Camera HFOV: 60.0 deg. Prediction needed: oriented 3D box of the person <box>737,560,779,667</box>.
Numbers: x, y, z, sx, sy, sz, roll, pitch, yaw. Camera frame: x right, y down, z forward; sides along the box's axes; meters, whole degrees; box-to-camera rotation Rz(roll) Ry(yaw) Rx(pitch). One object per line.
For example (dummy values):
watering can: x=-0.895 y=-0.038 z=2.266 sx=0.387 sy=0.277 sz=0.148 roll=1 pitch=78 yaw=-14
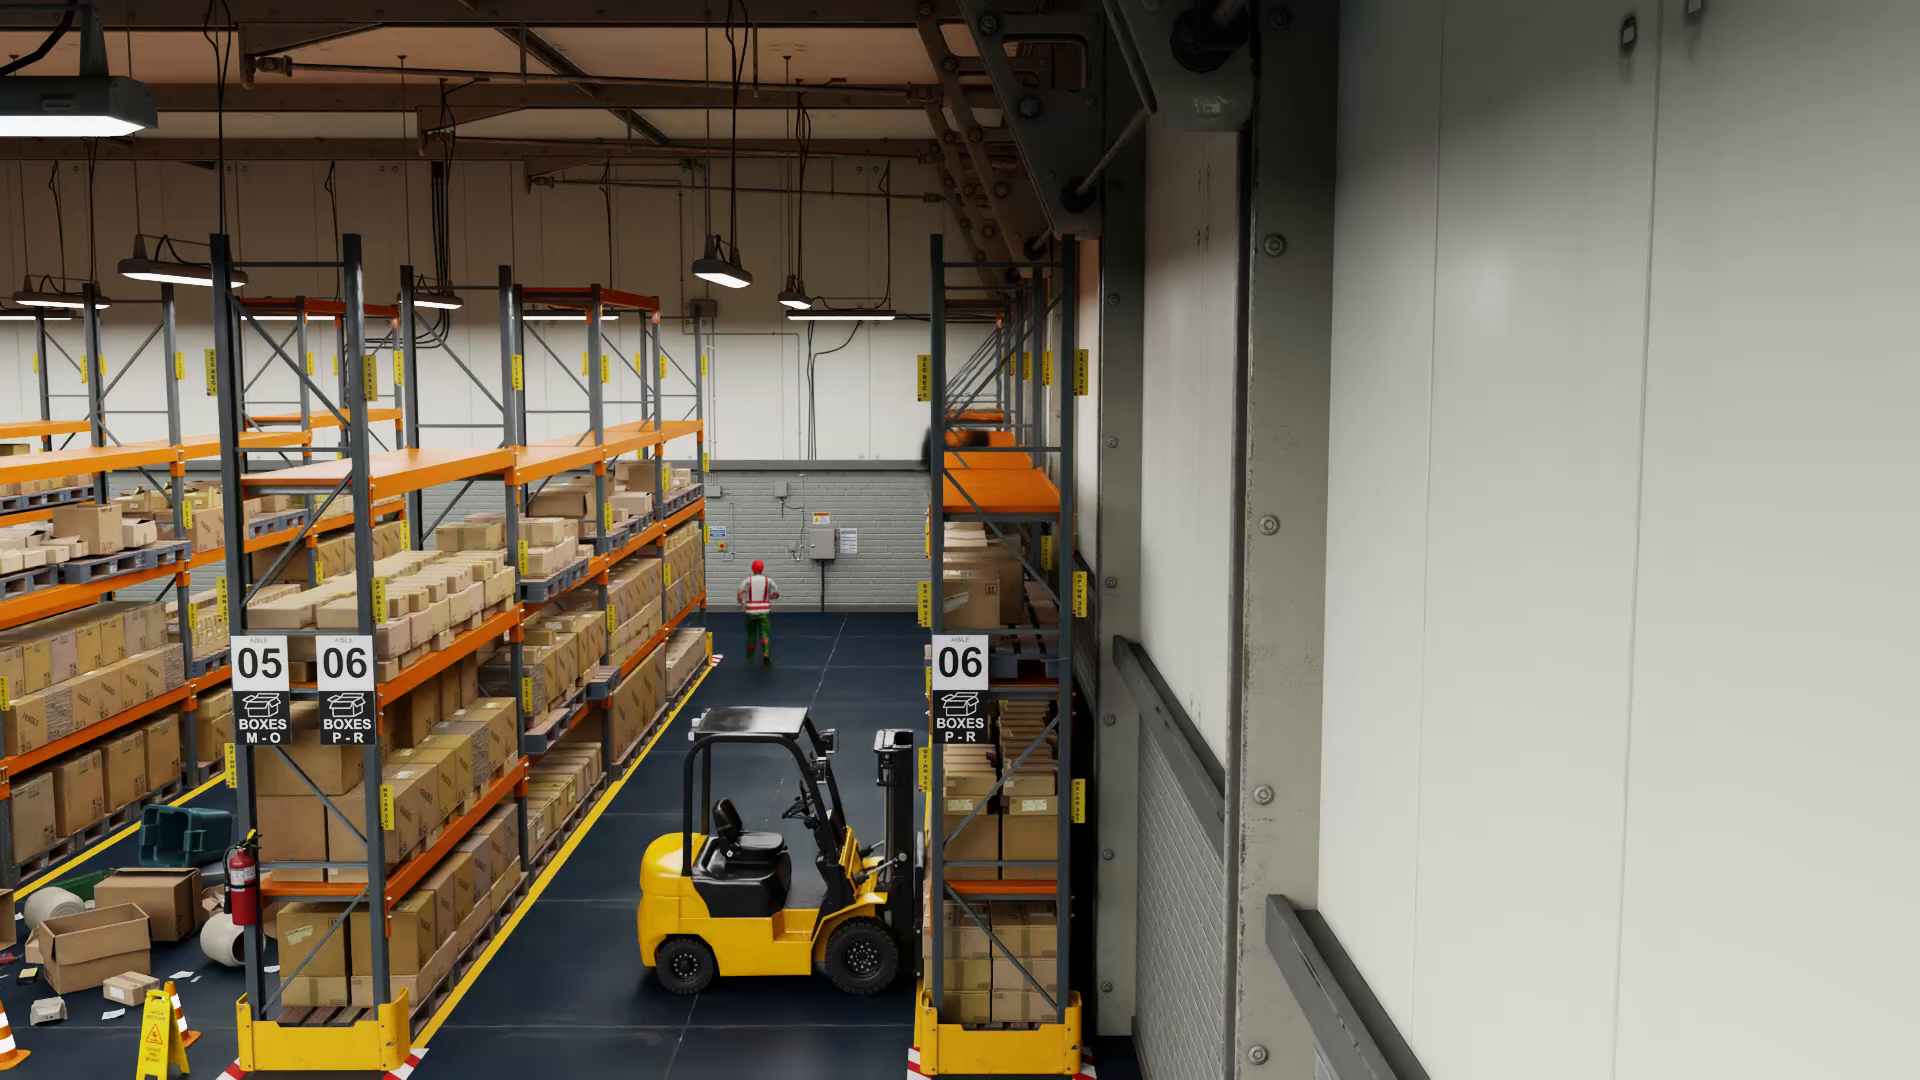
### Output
person: x=-3.341 y=1.219 z=27.520 sx=0.694 sy=1.789 sz=0.979 roll=-1 pitch=6 yaw=-10
